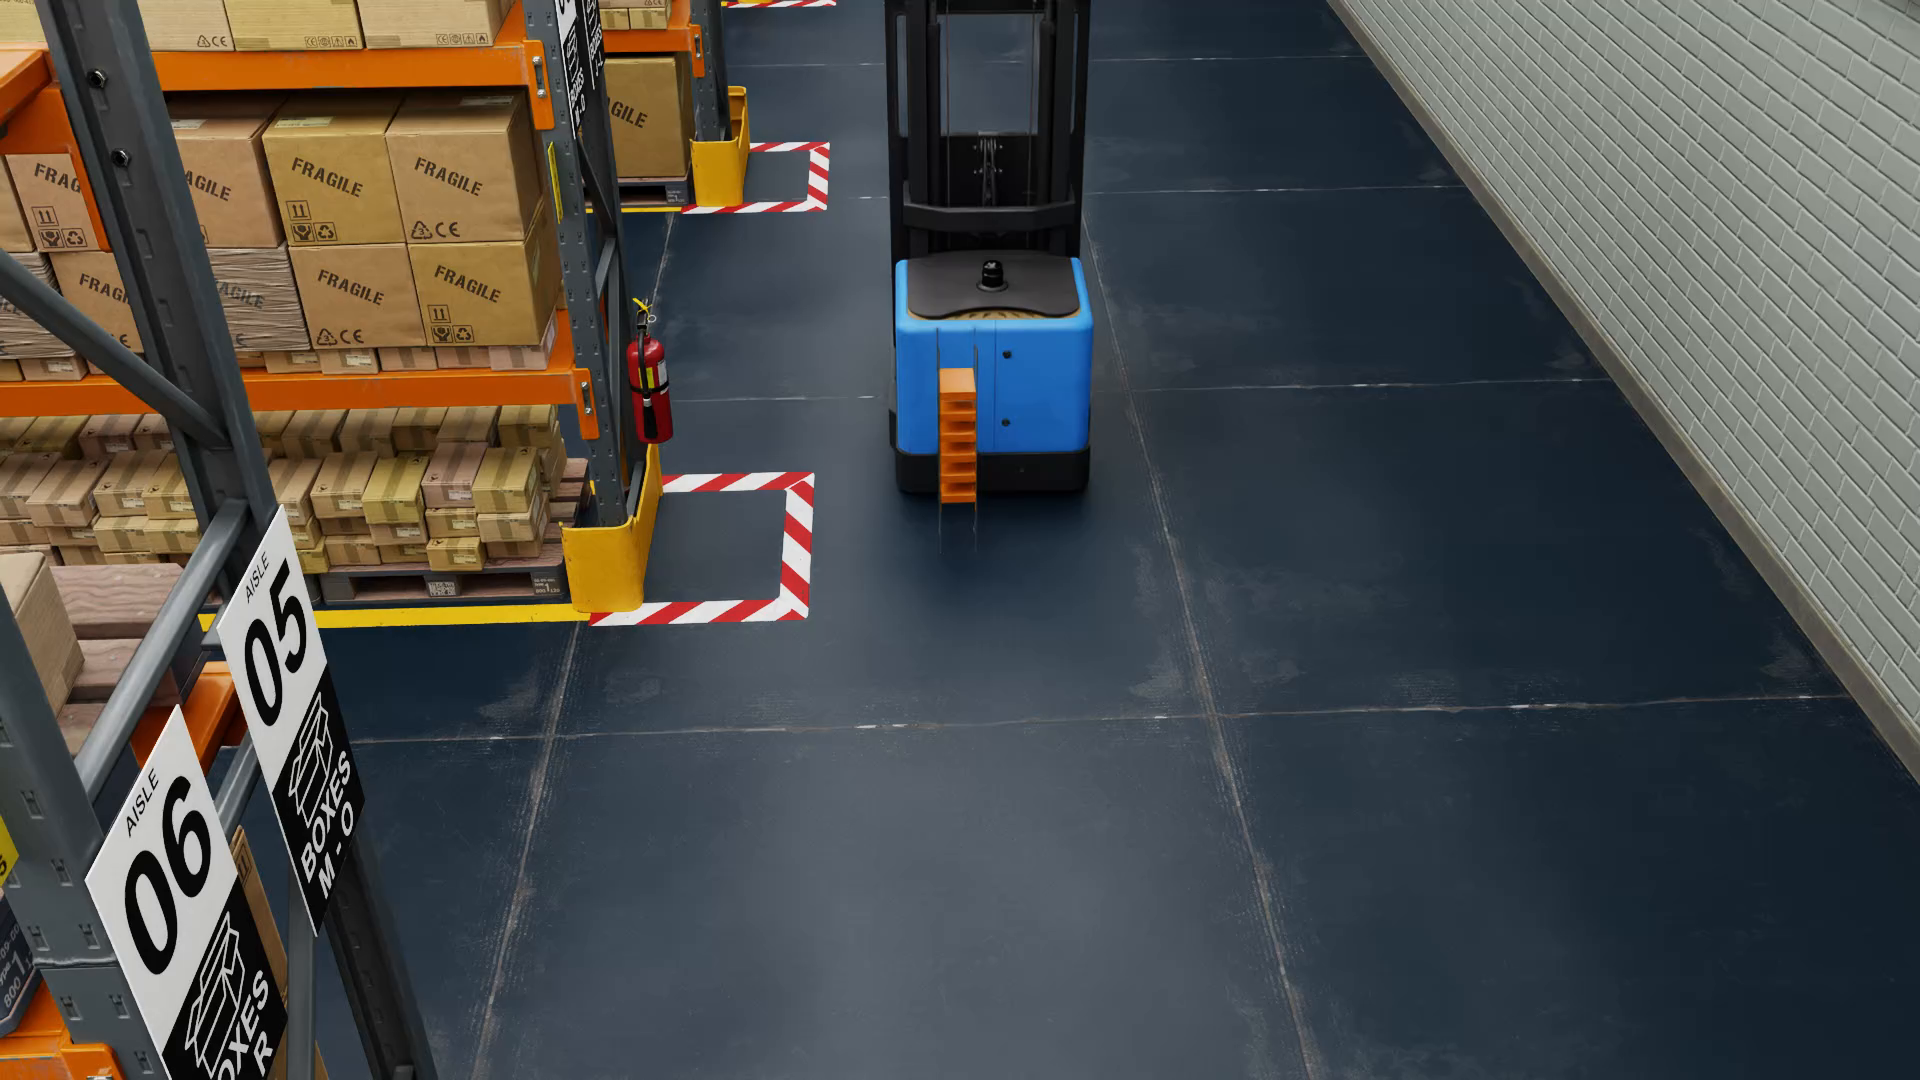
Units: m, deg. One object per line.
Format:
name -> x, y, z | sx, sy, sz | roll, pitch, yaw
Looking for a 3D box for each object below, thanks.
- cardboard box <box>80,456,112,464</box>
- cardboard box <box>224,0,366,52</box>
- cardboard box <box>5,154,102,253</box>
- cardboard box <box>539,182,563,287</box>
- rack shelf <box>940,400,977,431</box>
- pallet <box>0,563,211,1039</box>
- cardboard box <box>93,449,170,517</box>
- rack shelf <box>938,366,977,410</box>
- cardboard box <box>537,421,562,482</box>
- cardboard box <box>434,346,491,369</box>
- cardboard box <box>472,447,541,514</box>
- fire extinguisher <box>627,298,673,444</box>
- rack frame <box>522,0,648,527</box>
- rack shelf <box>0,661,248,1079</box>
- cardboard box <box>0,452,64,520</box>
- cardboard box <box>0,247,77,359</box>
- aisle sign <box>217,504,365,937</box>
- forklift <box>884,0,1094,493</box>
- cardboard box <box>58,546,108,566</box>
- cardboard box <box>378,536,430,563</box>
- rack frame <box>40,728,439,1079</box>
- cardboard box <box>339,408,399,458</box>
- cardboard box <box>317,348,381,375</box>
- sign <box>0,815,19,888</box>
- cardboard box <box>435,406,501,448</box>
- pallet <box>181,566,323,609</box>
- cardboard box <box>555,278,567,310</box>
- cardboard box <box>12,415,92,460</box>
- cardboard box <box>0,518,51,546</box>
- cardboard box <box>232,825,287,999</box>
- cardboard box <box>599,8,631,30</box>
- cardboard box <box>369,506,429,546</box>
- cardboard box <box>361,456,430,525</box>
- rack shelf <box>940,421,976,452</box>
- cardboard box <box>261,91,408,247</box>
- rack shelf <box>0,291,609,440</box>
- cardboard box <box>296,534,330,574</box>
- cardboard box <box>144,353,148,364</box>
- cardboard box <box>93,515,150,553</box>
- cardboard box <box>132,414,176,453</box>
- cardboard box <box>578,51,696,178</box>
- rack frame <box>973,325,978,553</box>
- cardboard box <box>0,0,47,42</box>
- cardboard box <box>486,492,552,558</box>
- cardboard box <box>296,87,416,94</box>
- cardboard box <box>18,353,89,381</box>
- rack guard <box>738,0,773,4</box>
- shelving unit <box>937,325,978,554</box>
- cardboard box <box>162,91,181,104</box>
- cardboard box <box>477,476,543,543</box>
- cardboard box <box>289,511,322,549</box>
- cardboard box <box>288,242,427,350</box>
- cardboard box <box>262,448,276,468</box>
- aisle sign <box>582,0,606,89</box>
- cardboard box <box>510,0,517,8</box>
cardboard box -> -4.355, -0.414, 8.587 | 0.250, 0.149, 0.380 | -1, 35, -1
cardboard box -> -2.655, -2.200, 6.789 | 0.500, 0.250, 0.500 | -1, 35, -2
cardboard box -> -3.703, -1.581, 7.171 | 0.500, 0.500, 0.500 | -3, 35, -4
cardboard box -> -2.166, -1.517, 7.957 | 0.500, 0.500, 0.500 | 0, 35, 0
rack shelf -> -0.014, -0.654, 8.297 | 0.180, 0.103, 0.258 | -2, 35, -2
pallet -> -2.109, 0.431, 2.933 | 1.213, 0.211, 1.003 | -2, 35, -2
cardboard box -> -4.032, -0.281, 8.134 | 0.250, 0.149, 0.380 | -3, 35, -4
rack shelf -> -0.014, -0.752, 8.228 | 0.180, 0.103, 0.258 | -2, 35, -2
cardboard box -> -2.240, -0.464, 8.659 | 0.250, 0.149, 0.380 | 0, 35, 0
cardboard box -> -2.267, -0.951, 7.709 | 0.250, 0.149, 0.380 | -2, 35, -2
cardboard box -> -2.221, -0.296, 8.155 | 0.250, 0.149, 0.380 | -1, 35, -2
fire extinguisher -> -1.431, -0.768, 7.620 | 0.183, 0.674, 0.296 | -2, 35, -2
rack frame -> -1.704, -1.209, 7.861 | 0.127, 3.000, 1.000 | -2, 35, -2
rack shelf -> -3.367, 0.718, 3.072 | 4.000, 0.370, 1.077 | -2, 35, -2
cardboard box -> -4.558, -0.266, 8.112 | 0.250, 0.149, 0.380 | -2, 35, -3
cardboard box -> -4.194, -1.145, 7.420 | 0.500, 0.500, 0.500 | -2, 35, -3
aisle sign -> -1.311, 0.366, 3.300 | 0.004, 0.787, 0.394 | -2, 35, -2
forklift -> 0.136, -2.270, 9.455 | 1.130, 2.935, 3.031 | -1, 35, -1
cardboard box -> -4.291, -0.035, 8.300 | 0.250, 0.149, 0.380 | -3, 35, -4
cardboard box -> -2.740, -0.054, 8.328 | 0.250, 0.149, 0.380 | -2, 35, -2
rack frame -> -1.369, 1.602, 3.799 | 0.127, 3.000, 1.000 | -2, 35, -2
cardboard box -> -3.015, -0.570, 8.550 | 0.250, 0.149, 0.380 | -3, 35, -5
cardboard box -> -2.770, -0.915, 7.658 | 0.250, 0.149, 0.380 | -1, 35, -1
sign -> -1.357, 0.346, 2.270 | 0.005, 0.325, 0.100 | -2, 35, -2
cardboard box -> -2.513, -0.557, 8.533 | 0.250, 0.149, 0.380 | -1, 35, -1
pallet -> -3.809, -0.027, 8.604 | 1.213, 0.211, 1.003 | -2, 35, -2
cardboard box -> -2.043, -1.283, 8.189 | 0.250, 0.149, 0.380 | -2, 35, -3
cardboard box -> -4.592, -0.507, 8.460 | 0.250, 0.149, 0.380 | 0, 35, -1
cardboard box -> -4.562, -0.142, 8.195 | 0.250, 0.149, 0.380 | -3, 35, -5
cardboard box -> -1.862, 1.001, 3.702 | 0.500, 0.500, 0.500 | -2, 35, -3
cardboard box -> -2.438, -3.723, 11.715 | 0.250, 0.149, 0.380 | -1, 35, -2
cardboard box -> -2.737, -0.140, 8.192 | 0.250, 0.149, 0.380 | -3, 35, -4
cardboard box -> -2.727, -0.242, 8.078 | 0.250, 0.149, 0.380 | -2, 35, -3
rack shelf -> -0.014, -0.555, 8.365 | 0.180, 0.103, 0.258 | -2, 35, -2
cardboard box -> -2.656, -1.616, 7.222 | 0.500, 0.500, 0.500 | -3, 35, -4
rack shelf -> -3.702, -0.859, 7.988 | 4.000, 0.370, 1.077 | -2, 35, -2
cardboard box -> -3.238, 0.003, 8.247 | 0.250, 0.149, 0.380 | -3, 35, -4
cardboard box -> -3.572, -0.935, 7.686 | 0.250, 0.149, 0.380 | -1, 35, -1
cardboard box -> -4.032, -0.107, 8.144 | 0.250, 0.149, 0.380 | -2, 35, -3
cardboard box -> -4.057, -0.581, 8.567 | 0.250, 0.149, 0.380 | -3, 35, -4
cardboard box -> -2.473, -3.267, 12.333 | 0.875, 0.875, 0.875 | -2, 35, -2
rack frame -> 0.077, -0.495, 8.412 | 0.006, 1.200, 0.240 | -2, 35, -2
cardboard box -> -3.682, -2.169, 6.744 | 0.500, 0.250, 0.500 | 0, 35, 0
cardboard box -> -2.220, -0.077, 8.361 | 0.250, 0.149, 0.380 | -1, 35, -1
cardboard box -> -2.669, -1.905, 7.639 | 0.500, 0.500, 0.500 | -1, 35, -1
cardboard box -> -4.088, -0.883, 7.610 | 0.250, 0.149, 0.380 | 0, 35, 0
rack guard -> -2.049, -5.827, 16.730 | 0.348, 0.500, 1.175 | -2, 35, -2
shelving unit -> -0.014, -0.493, 8.408 | 0.189, 1.200, 0.258 | -2, 35, -2
cardboard box -> -3.698, -1.888, 7.614 | 0.500, 0.500, 0.500 | -3, 35, -4
cardboard box -> -2.218, -0.155, 8.213 | 0.250, 0.149, 0.380 | -2, 35, -4
cardboard box -> -3.253, -0.119, 8.161 | 0.250, 0.149, 0.380 | -1, 35, -2
cardboard box -> -2.656, -1.203, 7.503 | 0.500, 0.500, 0.500 | -2, 35, -3
cardboard box -> -3.523, -0.288, 8.144 | 0.250, 0.149, 0.380 | -3, 35, -4
aisle sign -> -1.645, -2.450, 7.370 | 0.004, 0.787, 0.394 | -2, 35, -2
cardboard box -> -2.165, -2.514, 7.243 | 0.500, 0.250, 0.500 | 0, 35, -1
